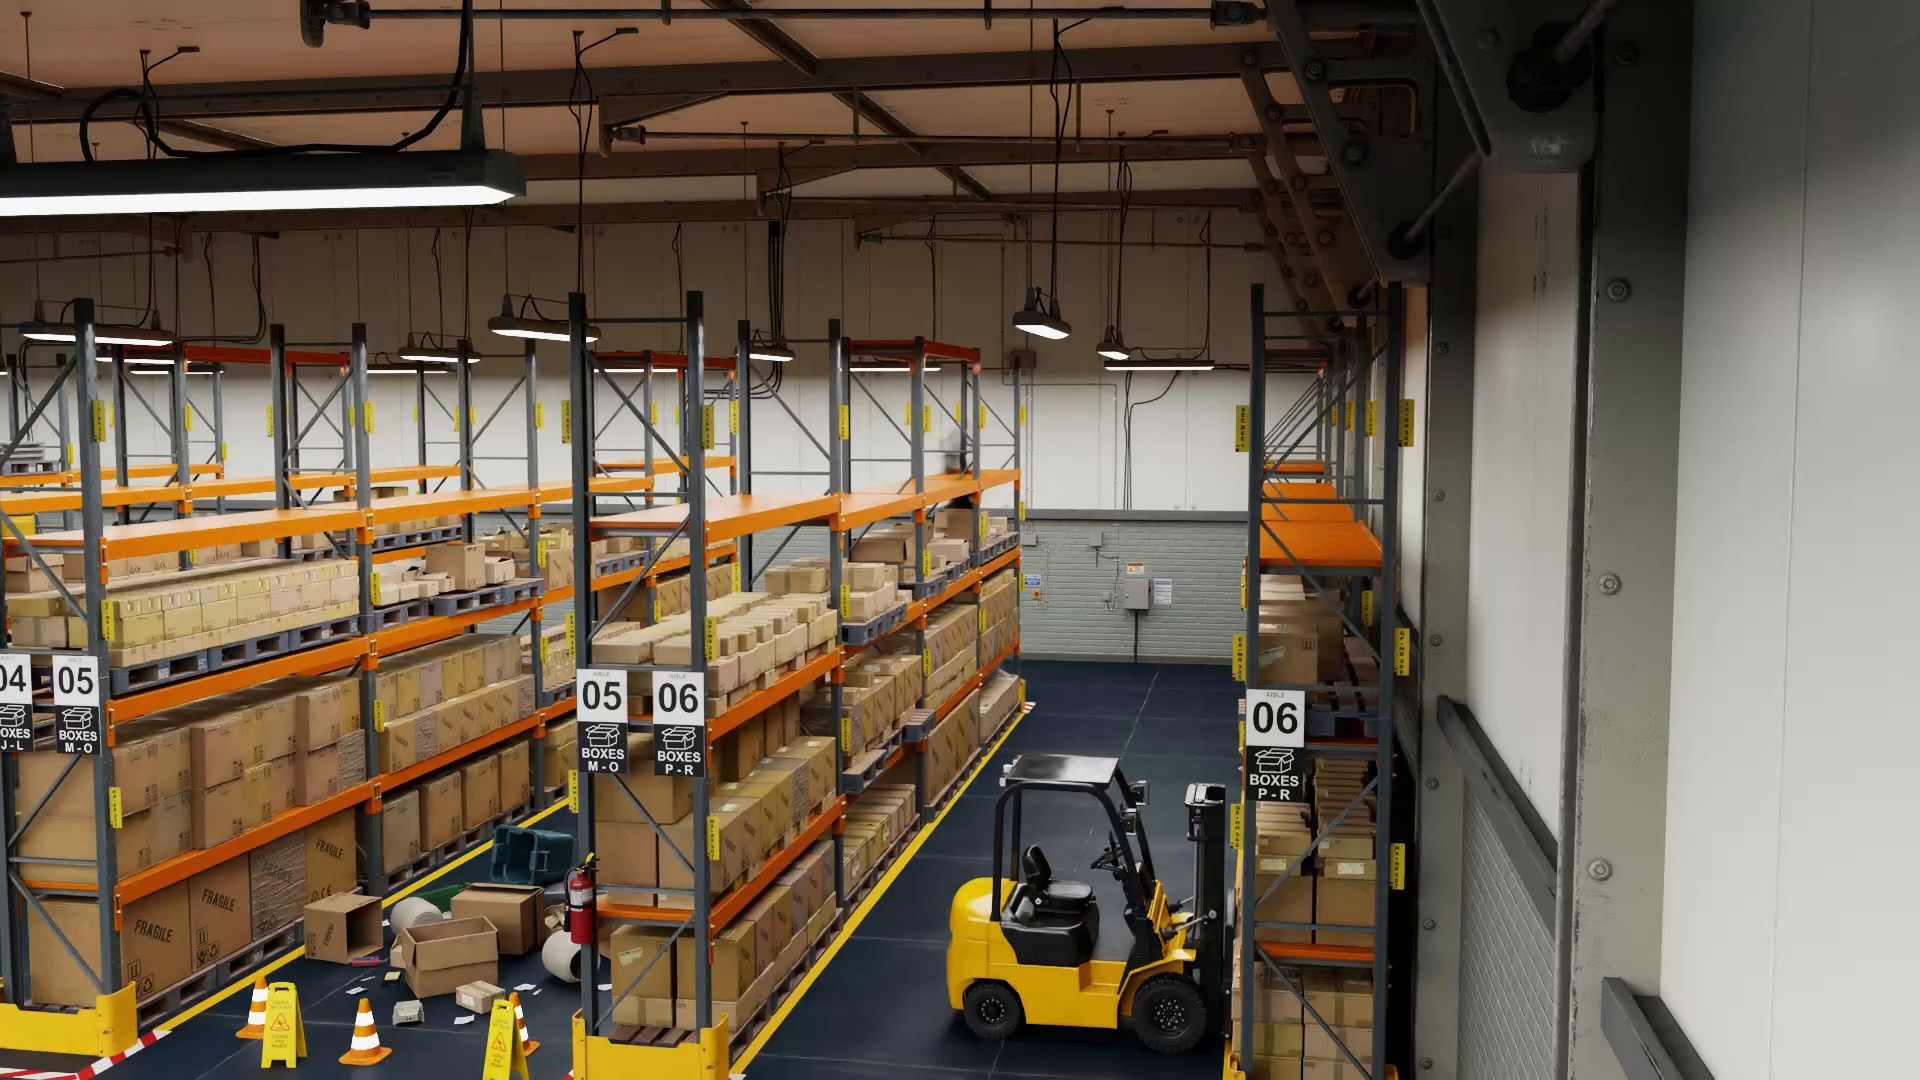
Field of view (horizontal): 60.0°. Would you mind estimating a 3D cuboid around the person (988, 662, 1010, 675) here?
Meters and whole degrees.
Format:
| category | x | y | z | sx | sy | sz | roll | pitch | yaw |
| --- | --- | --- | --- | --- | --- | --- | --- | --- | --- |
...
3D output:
| category | x | y | z | sx | sy | sz | roll | pitch | yaw |
| --- | --- | --- | --- | --- | --- | --- | --- | --- | --- |
| person | 0.654 | 1.978 | 29.591 | 0.795 | 1.693 | 0.616 | 2 | 5 | 25 |
